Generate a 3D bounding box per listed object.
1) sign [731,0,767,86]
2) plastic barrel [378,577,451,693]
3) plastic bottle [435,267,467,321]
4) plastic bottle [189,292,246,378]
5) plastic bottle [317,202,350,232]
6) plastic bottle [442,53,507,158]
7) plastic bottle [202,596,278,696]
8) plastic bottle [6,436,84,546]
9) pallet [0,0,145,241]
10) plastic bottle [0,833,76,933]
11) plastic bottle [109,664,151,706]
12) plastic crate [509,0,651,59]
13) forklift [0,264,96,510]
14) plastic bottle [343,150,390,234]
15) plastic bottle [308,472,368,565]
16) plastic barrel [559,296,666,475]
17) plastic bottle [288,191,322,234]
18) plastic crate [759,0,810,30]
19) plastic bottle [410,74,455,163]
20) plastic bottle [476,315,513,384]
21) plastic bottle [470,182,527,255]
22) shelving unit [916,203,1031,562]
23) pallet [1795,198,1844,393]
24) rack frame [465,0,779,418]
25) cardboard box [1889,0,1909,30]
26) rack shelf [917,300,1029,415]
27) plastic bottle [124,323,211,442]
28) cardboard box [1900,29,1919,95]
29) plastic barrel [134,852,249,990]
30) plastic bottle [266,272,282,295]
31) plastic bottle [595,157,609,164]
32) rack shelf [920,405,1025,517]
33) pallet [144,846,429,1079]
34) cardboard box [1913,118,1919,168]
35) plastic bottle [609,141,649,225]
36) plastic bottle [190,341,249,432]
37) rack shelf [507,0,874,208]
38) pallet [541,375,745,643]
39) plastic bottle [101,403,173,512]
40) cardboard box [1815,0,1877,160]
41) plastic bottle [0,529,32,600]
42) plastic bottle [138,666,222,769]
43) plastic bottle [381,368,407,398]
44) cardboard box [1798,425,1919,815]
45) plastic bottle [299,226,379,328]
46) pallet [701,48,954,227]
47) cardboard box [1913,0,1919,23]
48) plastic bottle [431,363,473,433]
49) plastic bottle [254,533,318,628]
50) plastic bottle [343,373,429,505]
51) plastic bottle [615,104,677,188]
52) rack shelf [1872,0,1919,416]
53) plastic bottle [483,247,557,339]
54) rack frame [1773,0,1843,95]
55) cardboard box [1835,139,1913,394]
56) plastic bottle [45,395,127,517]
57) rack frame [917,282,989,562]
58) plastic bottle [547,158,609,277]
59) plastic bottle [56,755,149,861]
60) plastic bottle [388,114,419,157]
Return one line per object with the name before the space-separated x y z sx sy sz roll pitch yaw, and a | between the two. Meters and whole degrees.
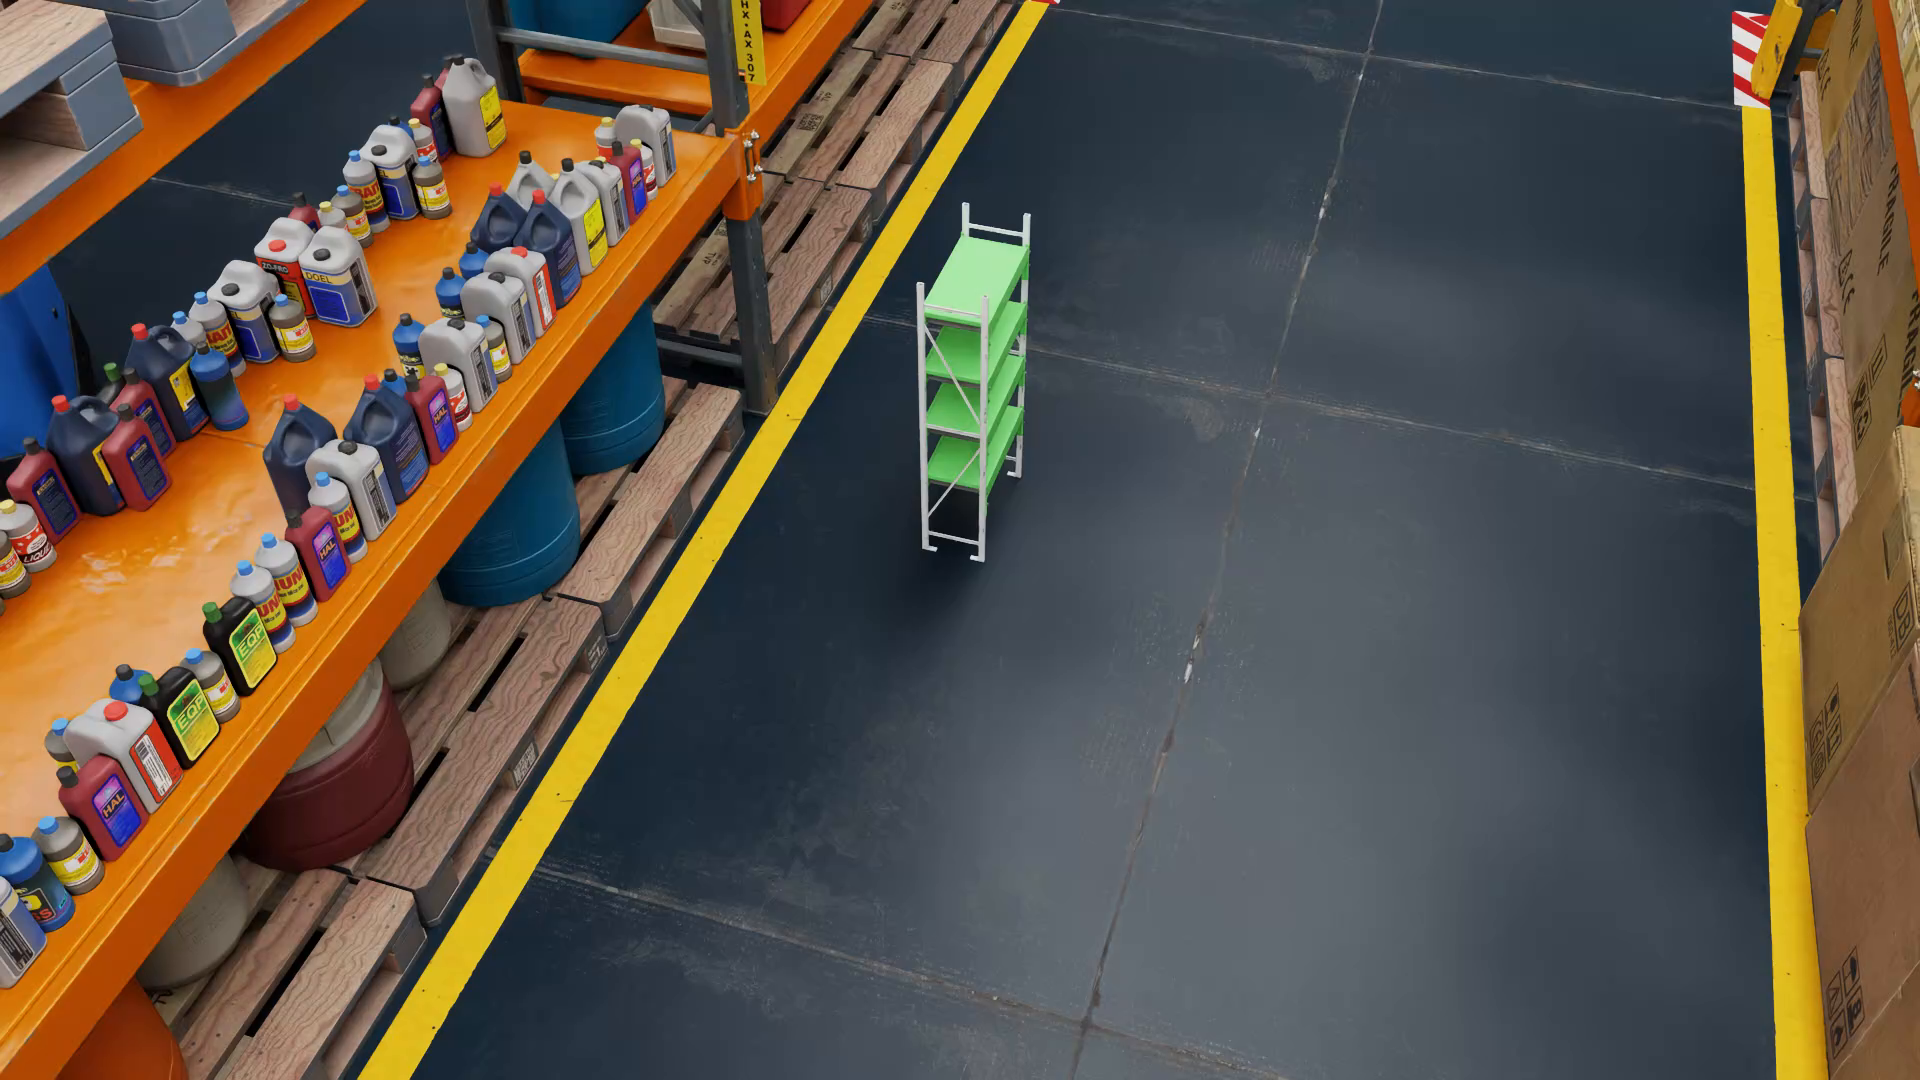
sign | -0.716 -1.696 5.641 0.100 0.325 0.005 13 46 13
plastic barrel | -1.891 0.212 5.367 0.421 0.512 0.421 0 44 0
plastic bottle | -1.479 -0.683 4.895 0.097 0.271 0.097 0 44 0
plastic bottle | -2.155 -0.598 4.808 0.097 0.271 0.097 0 44 0
plastic bottle | -1.974 -0.971 5.240 0.097 0.201 0.097 0 44 0
plastic bottle | -1.667 -1.505 5.678 0.144 0.351 0.185 13 46 13
plastic bottle | -1.718 0.231 3.953 0.061 0.283 0.133 13 46 13
plastic bottle | -2.389 -0.129 4.321 0.061 0.283 0.133 13 46 13
pallet | -2.126 -0.543 2.650 1.003 0.211 1.213 13 46 13
plastic bottle | -1.951 0.706 3.476 0.097 0.271 0.097 0 44 0
plastic bottle | -1.868 0.384 3.805 0.097 0.271 0.097 0 44 0
plastic crate | -1.423 -2.114 6.234 0.392 0.384 0.575 13 46 13
forklift | -4.843 -1.083 5.262 3.031 2.935 1.130 -18 47 -18
plastic bottle | -1.915 -1.126 5.348 0.097 0.271 0.097 0 44 0
plastic bottle | -1.601 -0.064 4.263 0.097 0.271 0.097 0 44 0
plastic barrel | -1.421 -0.756 6.078 0.600 0.901 0.708 13 46 13
plastic bottle | -2.026 -0.927 5.136 0.061 0.283 0.133 13 46 13
plastic crate | -0.730 -2.301 6.369 0.402 0.464 0.583 13 46 13
plastic bottle | -1.798 -1.430 5.651 0.061 0.283 0.133 13 46 13
plastic bottle | -1.364 -0.561 4.820 0.097 0.201 0.097 0 44 0
plastic bottle | -1.399 -0.923 5.084 0.144 0.351 0.185 13 46 13
shelving unit | 0.050 -0.539 5.943 0.258 1.200 0.503 13 46 13
pallet | 4.153 -0.976 7.096 1.003 0.211 1.213 13 46 12
rack frame | -1.240 -1.715 5.858 1.000 3.000 0.127 13 46 13
cardboard box | 3.806 -2.050 6.380 0.380 0.149 0.250 11 46 11
rack shelf | 0.050 -0.665 5.820 0.258 0.148 0.480 13 46 13
plastic bottle | -2.205 -0.463 4.613 0.144 0.351 0.185 13 46 13
cardboard box | 3.650 -1.706 6.028 0.380 0.149 0.250 12 46 12
plastic barrel | -2.233 0.965 4.598 0.421 0.512 0.421 0 44 0
plastic bottle | -2.084 -0.728 4.991 0.097 0.201 0.097 0 44 0
plastic bottle | -1.158 -1.154 5.426 0.097 0.201 0.097 0 44 0
rack shelf | 0.050 -0.322 6.156 0.258 0.148 0.480 13 46 13
pallet | -2.252 1.413 4.655 1.003 0.211 1.213 13 46 13
cardboard box | 3.495 -1.363 5.678 0.380 0.149 0.250 13 46 13
plastic bottle | -1.077 -1.178 5.393 0.061 0.283 0.133 13 46 13
plastic bottle | -2.076 -0.438 4.645 0.097 0.271 0.097 0 44 0
rack shelf | -0.634 -2.791 7.472 1.077 0.370 4.000 13 46 13
pallet | -1.513 -0.213 6.317 1.003 0.211 1.213 13 46 13
plastic bottle | -2.195 -0.222 4.415 0.061 0.283 0.133 13 46 13
cardboard box | 4.575 -2.279 7.654 0.875 0.875 0.875 13 46 13
plastic bottle | -2.436 0.046 4.200 0.097 0.201 0.097 0 44 0
plastic bottle | -1.788 0.385 3.796 0.061 0.283 0.133 13 46 13
plastic bottle | -1.533 -0.355 4.560 0.097 0.271 0.097 0 44 0
cardboard box | 3.306 0.374 4.942 1.225 0.875 0.875 13 46 13
plastic bottle | -1.878 -0.794 5.005 0.152 0.276 0.135 13 46 13
pallet | -0.686 -2.033 8.176 1.003 0.211 1.213 13 46 13
cardboard box | 3.830 -2.091 6.137 0.500 0.250 0.500 12 46 12
plastic bottle | -1.434 -0.406 4.662 0.097 0.201 0.097 0 44 0
plastic bottle | -1.671 0.090 4.106 0.097 0.271 0.097 0 44 0
plastic bottle | -1.540 -0.281 4.428 0.144 0.351 0.185 13 46 13
plastic bottle | -1.051 -1.340 5.563 0.152 0.276 0.135 13 46 13
rack shelf | 4.087 -1.742 6.400 1.077 0.370 4.000 13 46 13
plastic bottle | -1.314 -0.760 4.971 0.152 0.276 0.135 13 46 13
rack frame | 4.692 -3.332 7.511 1.000 3.000 0.127 13 46 13
cardboard box | 4.030 -1.080 6.428 0.875 0.875 0.875 13 46 13
plastic bottle | -2.301 -0.250 4.396 0.144 0.351 0.185 13 46 13
rack frame | -0.024 -0.377 5.777 0.240 1.200 0.015 13 46 13
plastic bottle | -1.206 -1.016 5.178 0.144 0.351 0.185 13 46 13
plastic bottle | -1.869 0.563 3.613 0.061 0.283 0.133 13 46 13
plastic bottle | -1.845 -1.281 5.506 0.097 0.271 0.097 0 44 0
